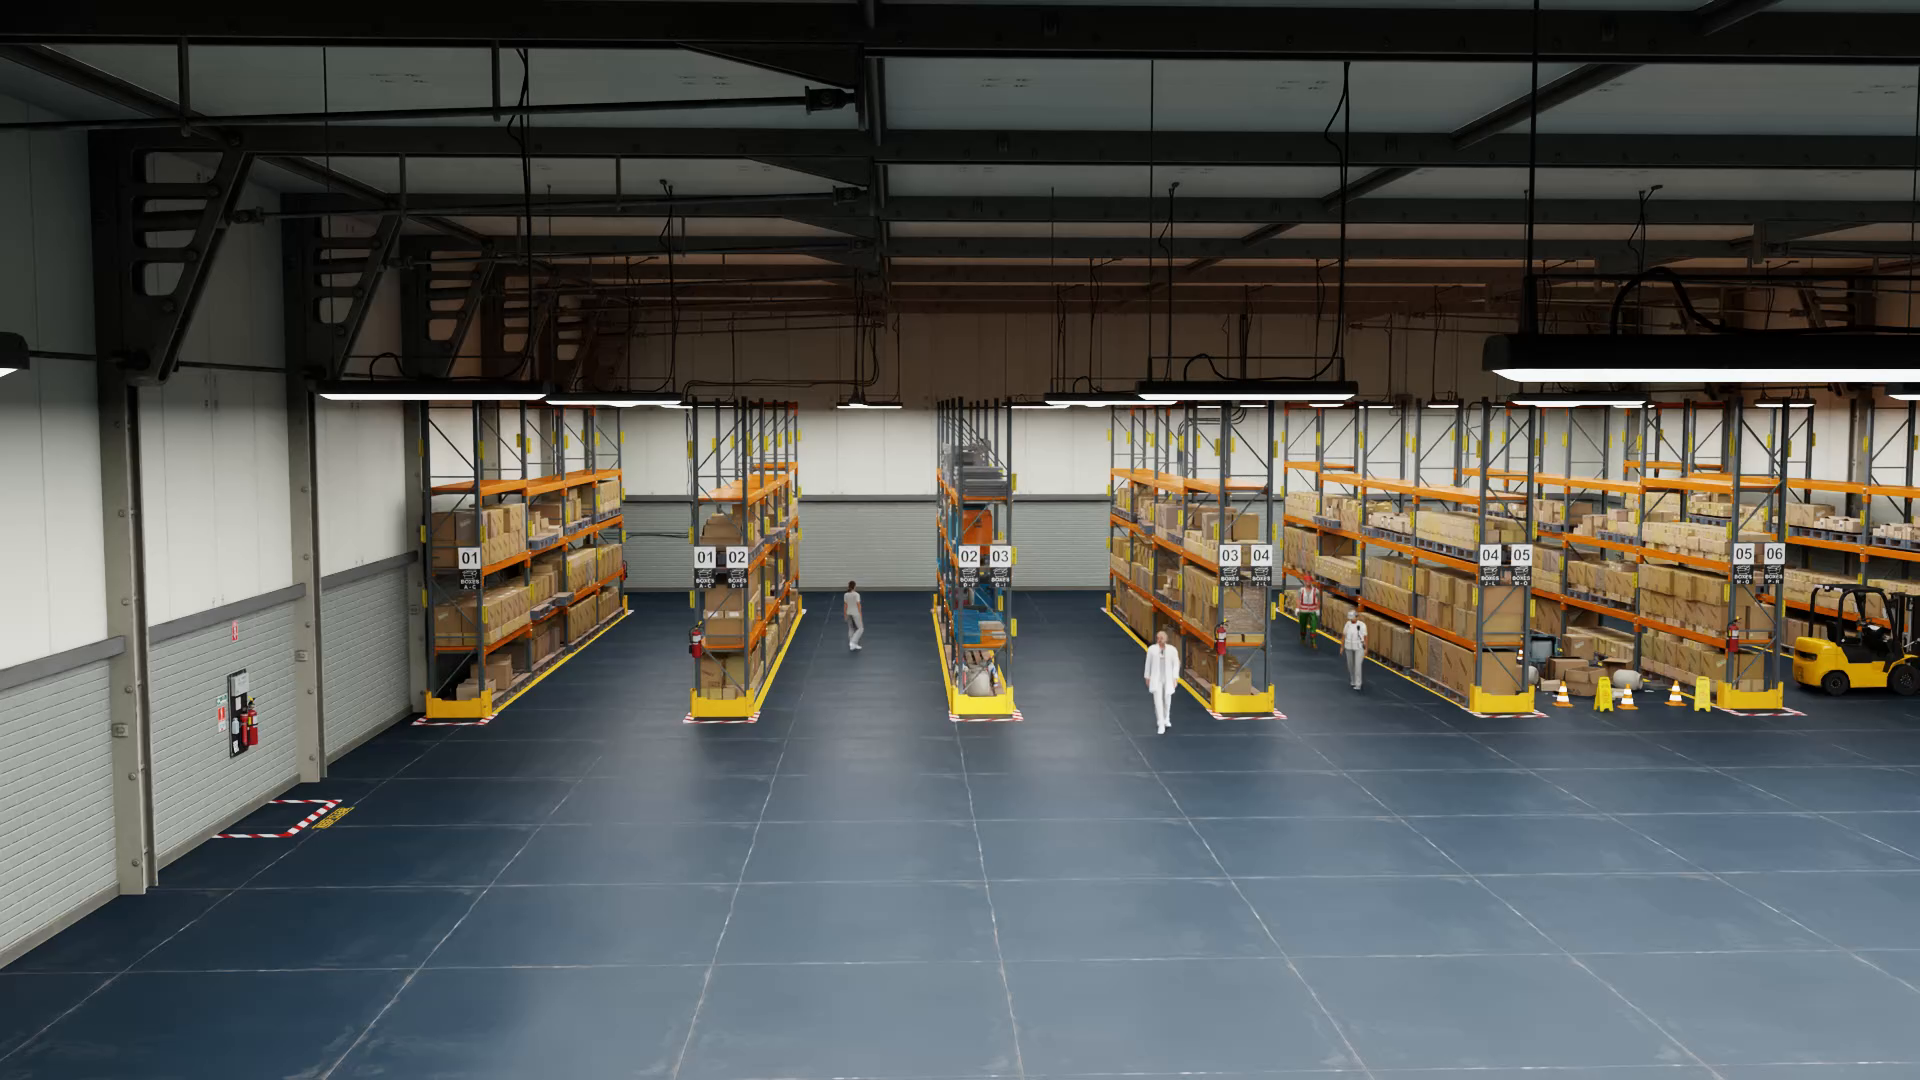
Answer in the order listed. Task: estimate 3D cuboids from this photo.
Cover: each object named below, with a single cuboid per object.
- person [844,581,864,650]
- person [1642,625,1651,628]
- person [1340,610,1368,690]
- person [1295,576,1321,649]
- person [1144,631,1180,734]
[{"bbox_3d":[-2.582,1.814,39.888,0.480,1.669,0.502,2,5,29],"label":"person"},{"bbox_3d":[18.170,1.515,43.869,0.472,1.711,0.536,-2,5,-27],"label":"person"},{"bbox_3d":[8.156,2.252,34.415,0.521,1.616,0.896,3,5,34],"label":"person"},{"bbox_3d":[8.430,1.725,40.270,0.655,1.726,1.067,0,4,1],"label":"person"},{"bbox_3d":[3.636,2.552,29.902,0.617,1.810,0.845,0,4,3],"label":"person"}]
